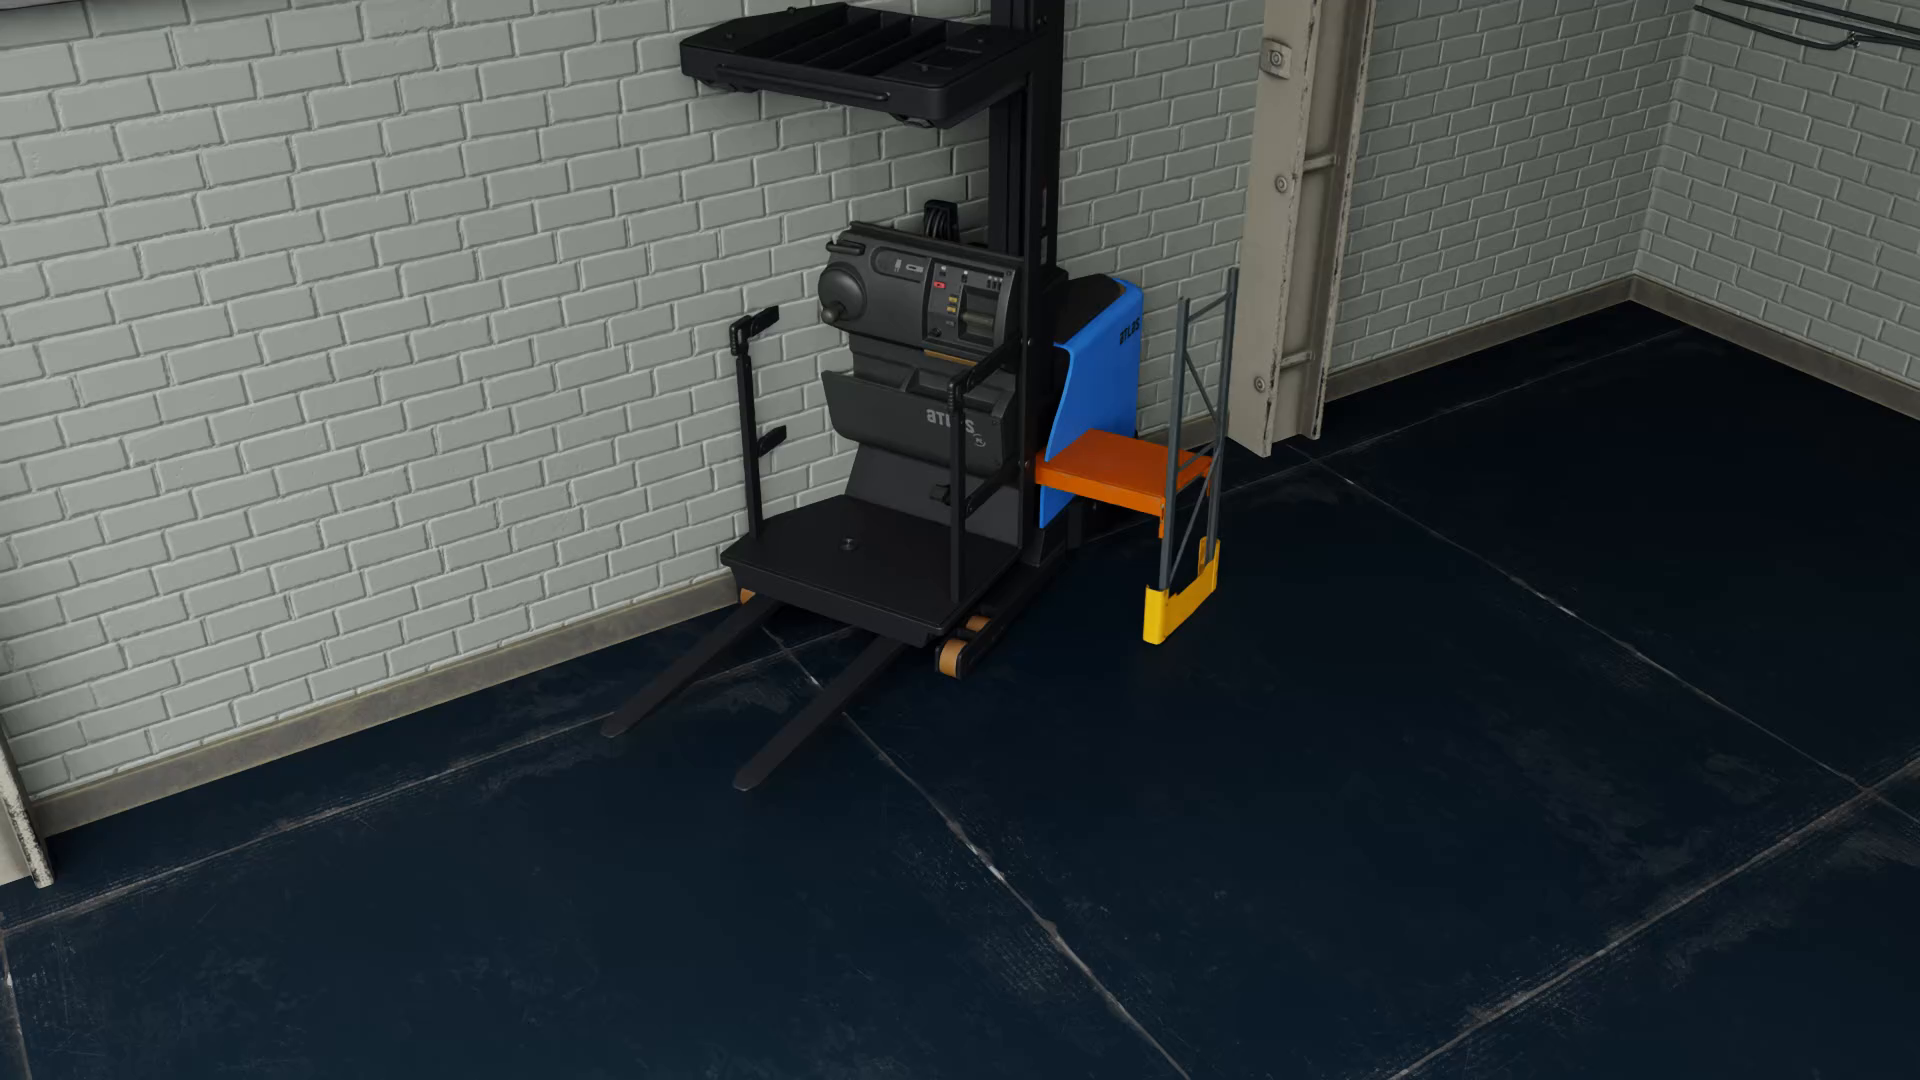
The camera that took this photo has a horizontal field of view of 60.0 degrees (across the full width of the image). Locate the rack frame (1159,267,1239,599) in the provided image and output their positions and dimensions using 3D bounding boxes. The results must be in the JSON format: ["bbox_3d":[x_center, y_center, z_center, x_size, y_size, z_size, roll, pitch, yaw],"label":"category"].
[{"bbox_3d":[0.980,-0.342,6.893,0.032,1.500,0.500,16,31,29],"label":"rack frame"}]

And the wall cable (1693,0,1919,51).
[{"bbox_3d":[4.808,-3.294,7.447,0.112,2.526,3.097,-19,37,-27],"label":"wall cable"}]

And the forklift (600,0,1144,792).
[{"bbox_3d":[-0.309,-0.949,6.507,1.130,2.935,3.031,17,36,25],"label":"forklift"}]

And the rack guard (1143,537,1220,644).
[{"bbox_3d":[0.960,0.212,7.182,0.087,0.250,0.587,16,31,29],"label":"rack guard"}]

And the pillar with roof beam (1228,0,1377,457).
[{"bbox_3d":[3.948,-2.418,3.148,0.400,9.000,9.100,-19,37,-27],"label":"pillar with roof beam"}]

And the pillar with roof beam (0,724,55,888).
[{"bbox_3d":[-1.095,-0.683,0.399,0.400,9.000,9.100,-19,37,-27],"label":"pillar with roof beam"}]

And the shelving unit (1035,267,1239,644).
[{"bbox_3d":[0.545,-0.470,7.143,1.083,1.500,0.587,16,31,29],"label":"shelving unit"}]

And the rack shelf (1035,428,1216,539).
[{"bbox_3d":[0.552,-0.307,7.219,1.000,0.185,0.538,16,31,29],"label":"rack shelf"}]
